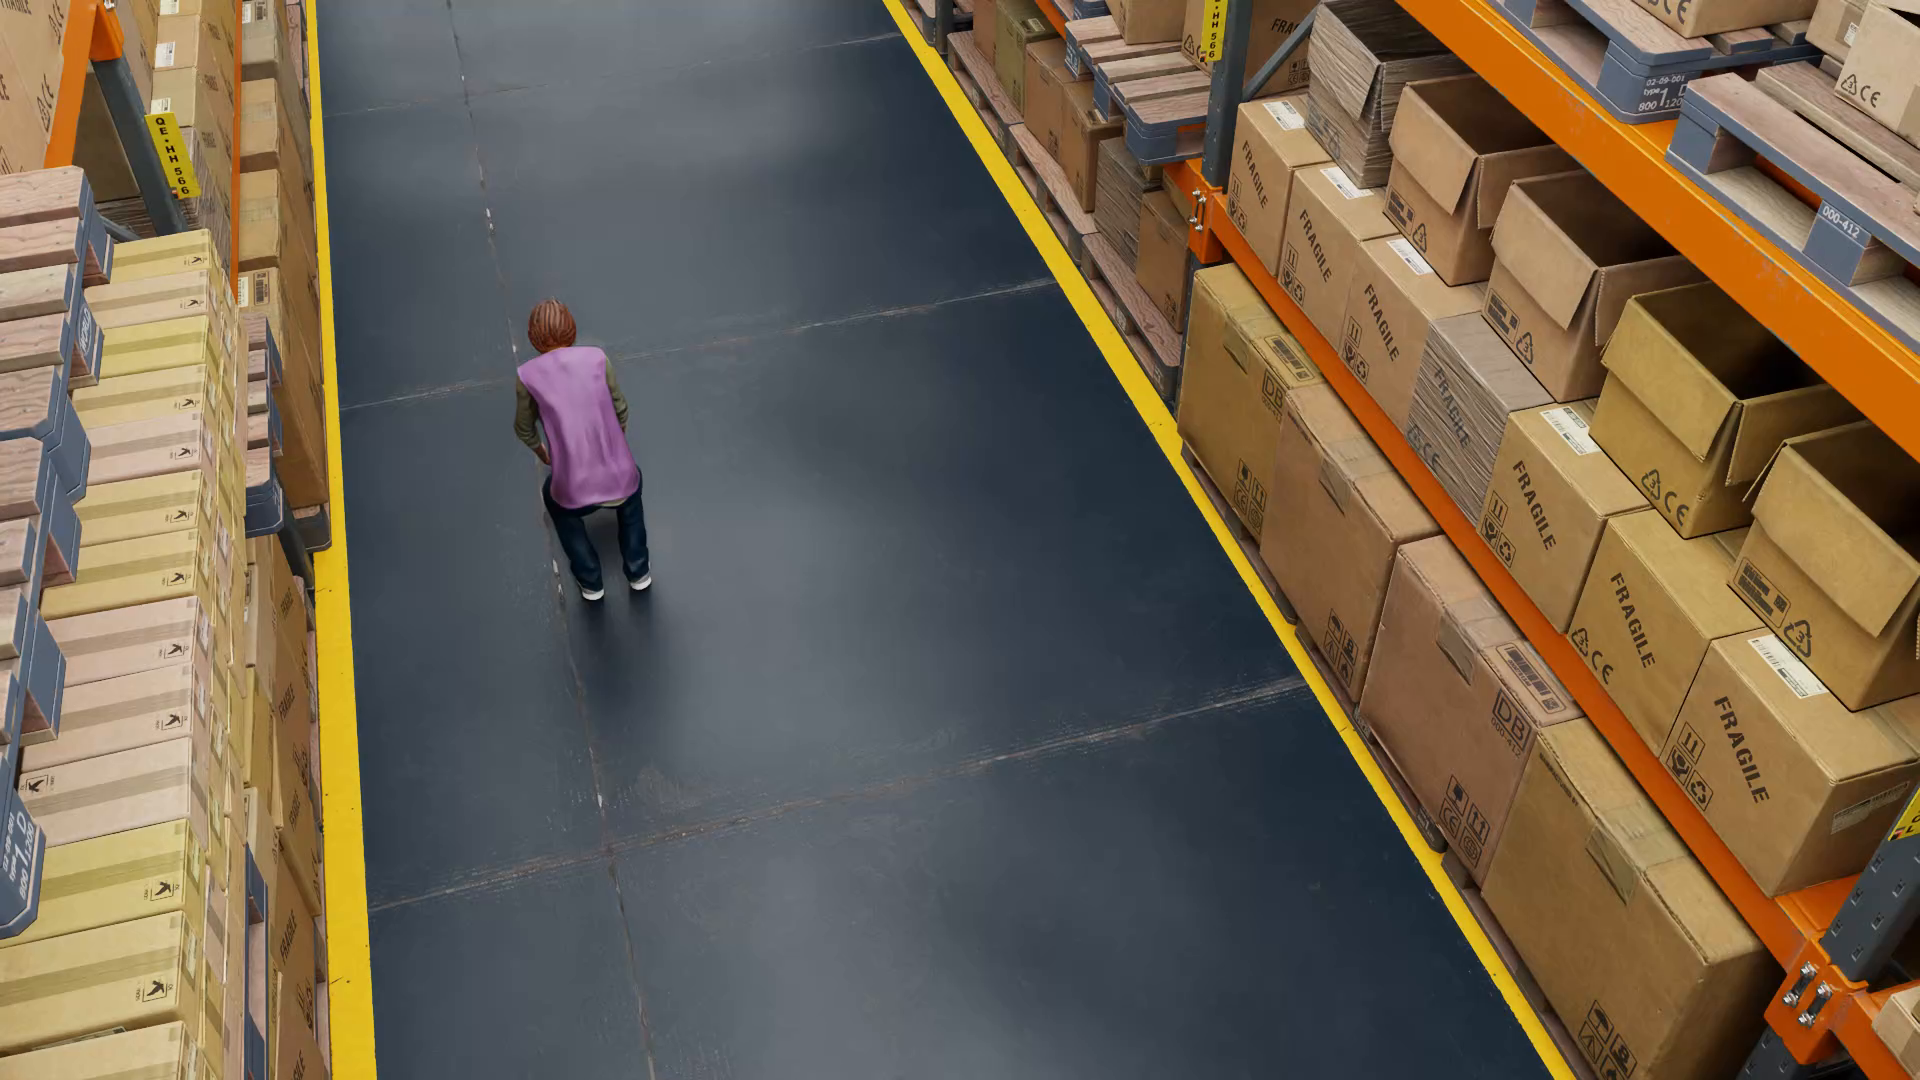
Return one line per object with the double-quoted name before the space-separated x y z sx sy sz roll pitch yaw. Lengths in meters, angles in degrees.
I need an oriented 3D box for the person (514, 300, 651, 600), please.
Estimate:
"person" -1.543 -0.311 6.778 0.463 1.230 0.685 -12 44 -13
